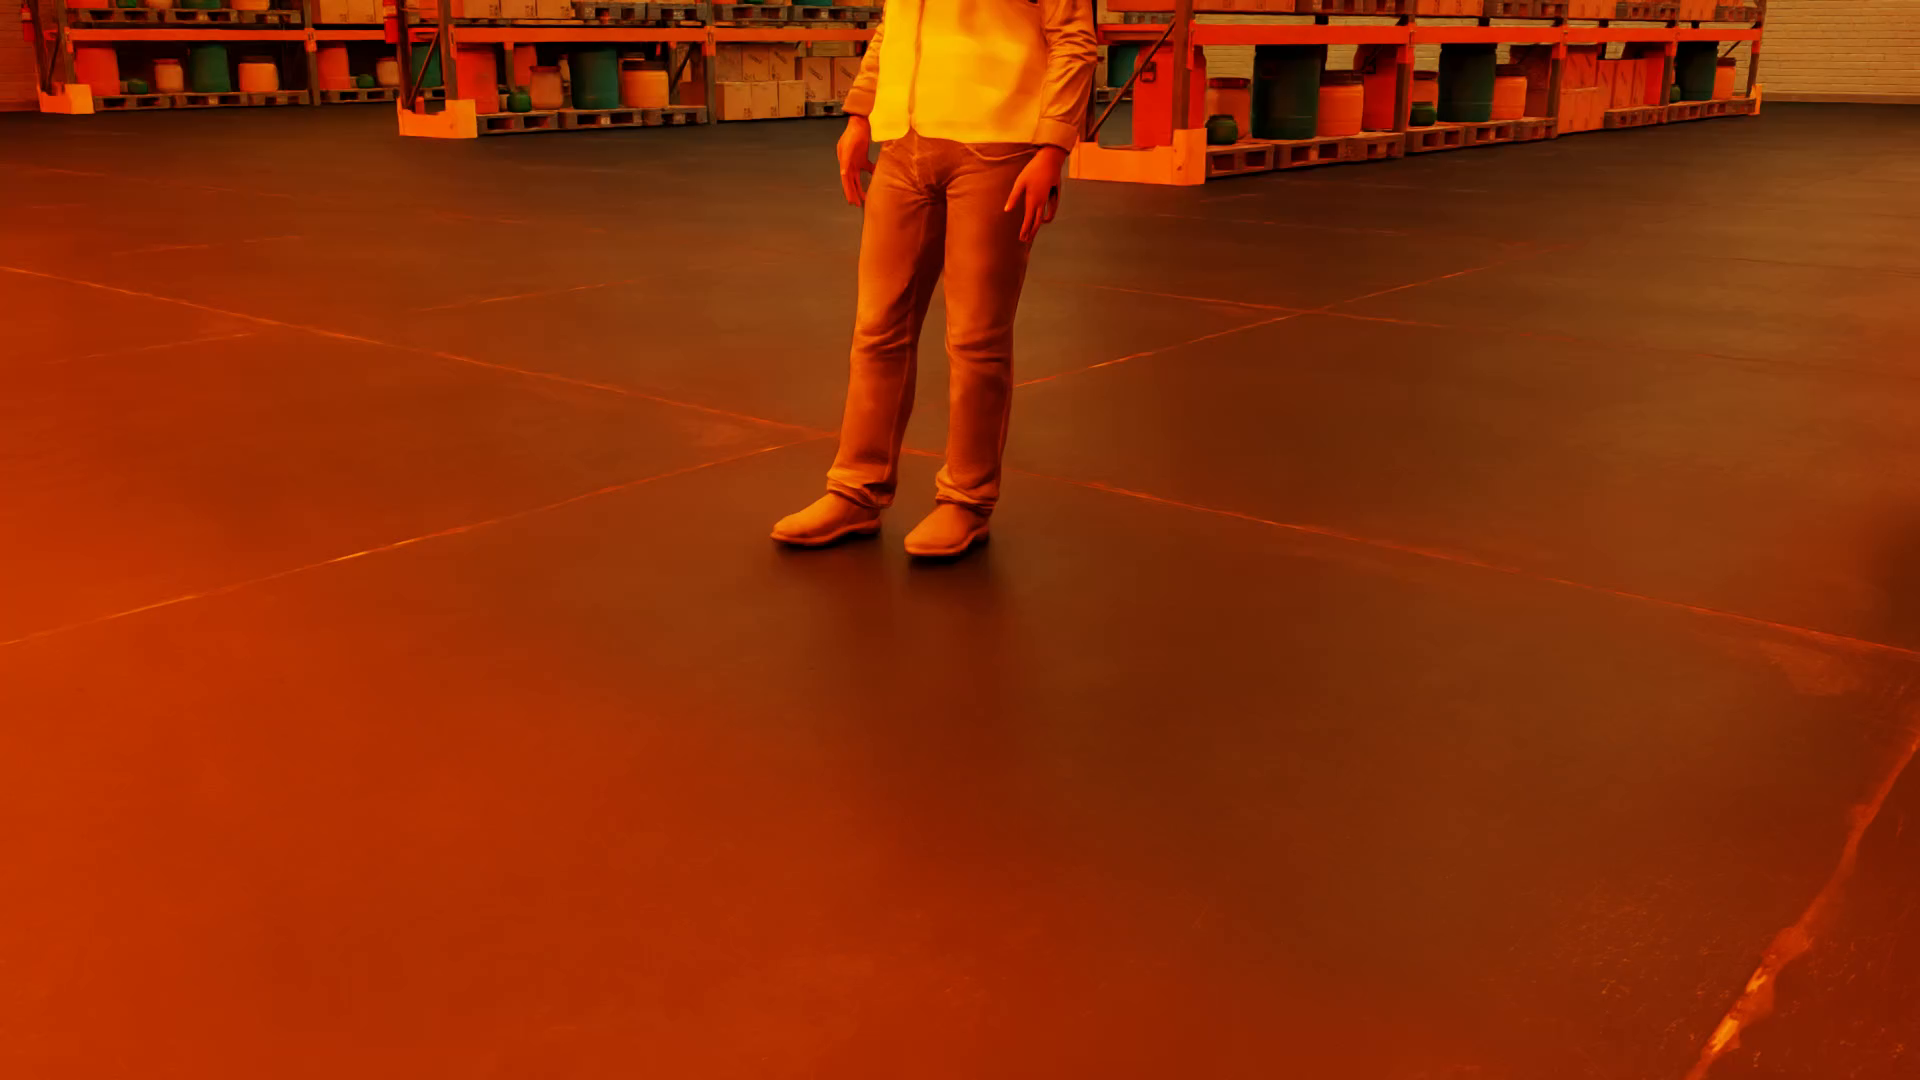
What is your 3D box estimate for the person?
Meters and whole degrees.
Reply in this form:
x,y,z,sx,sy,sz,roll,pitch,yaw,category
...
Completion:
x,y,z,sx,sy,sz,roll,pitch,yaw,category
-0.046,-0.844,3.642,0.632,1.773,0.568,13,21,37,person
